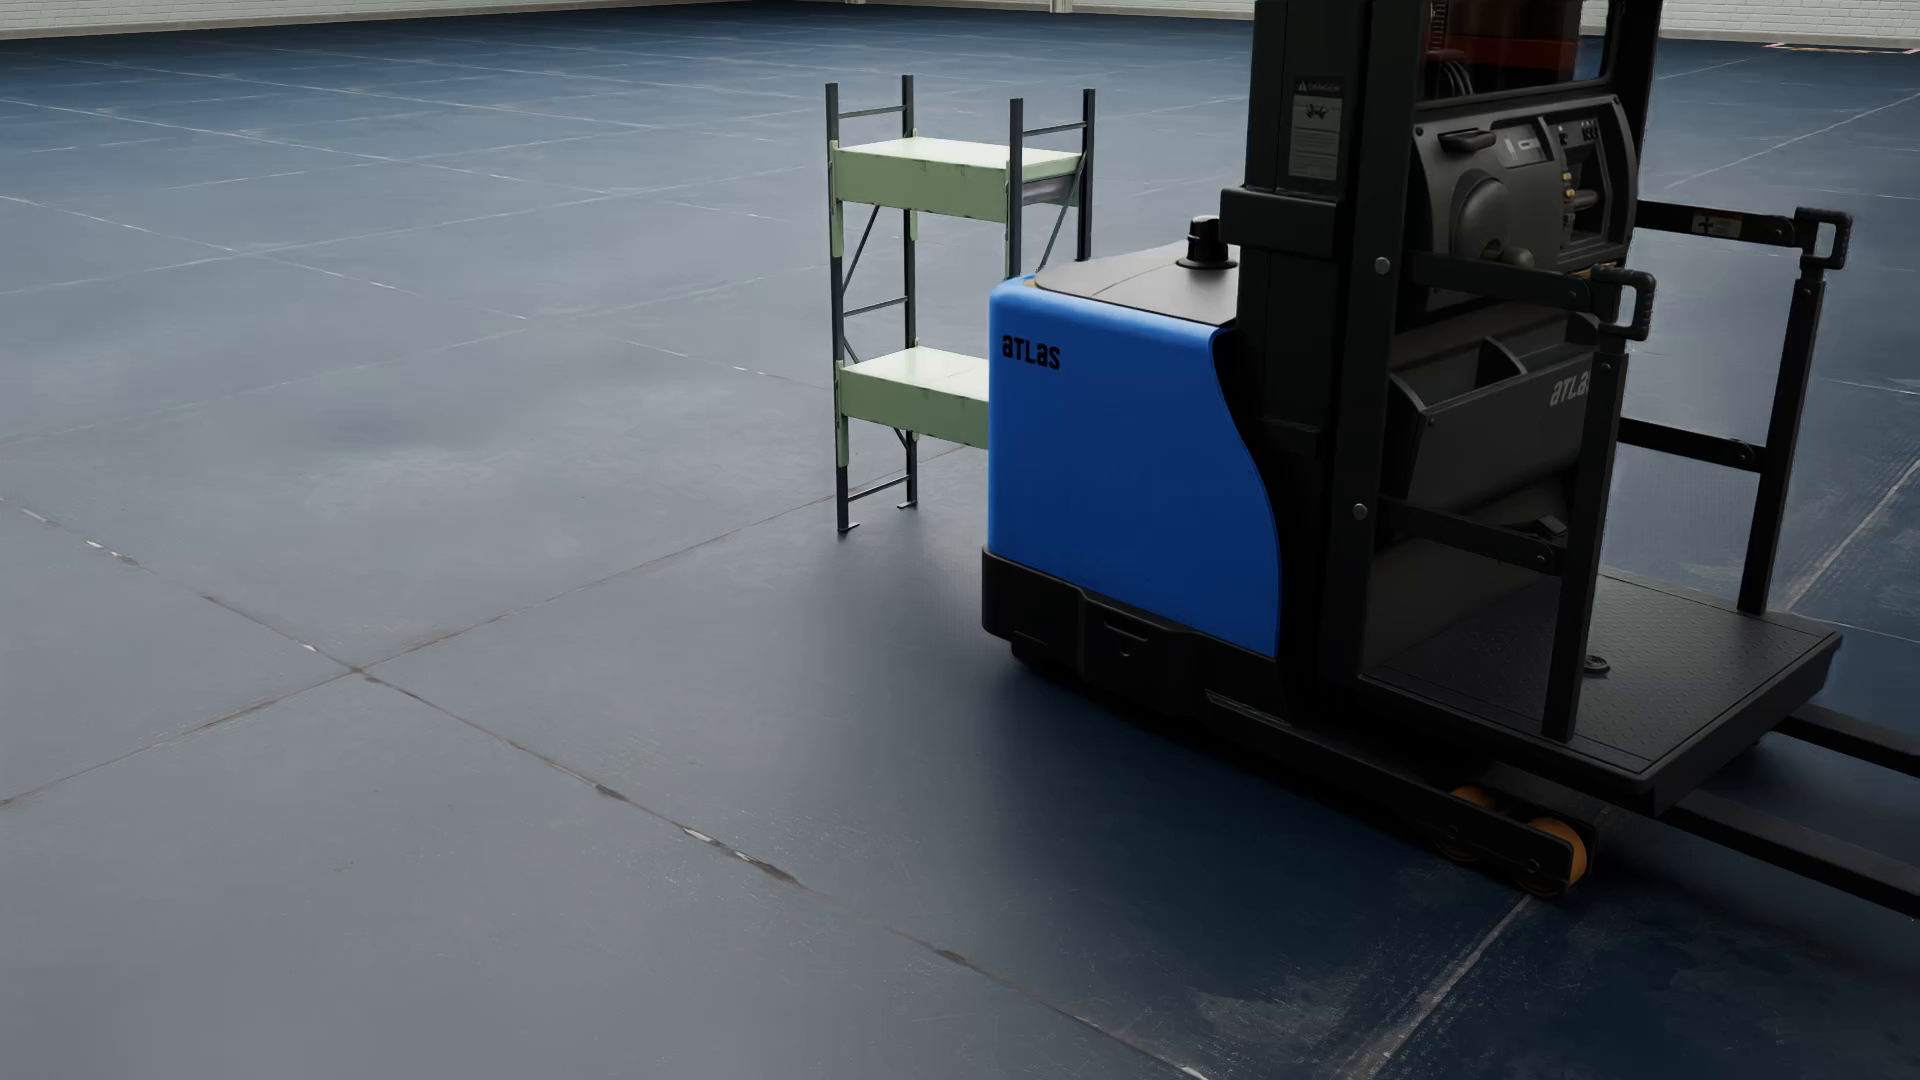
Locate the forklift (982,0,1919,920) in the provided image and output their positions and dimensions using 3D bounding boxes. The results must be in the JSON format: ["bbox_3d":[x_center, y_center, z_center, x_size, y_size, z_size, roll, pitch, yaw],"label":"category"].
[{"bbox_3d":[1.443,-0.802,3.642,1.130,2.935,3.031,-19,28,-40],"label":"forklift"}]

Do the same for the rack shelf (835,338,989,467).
[{"bbox_3d":[-0.005,-0.398,5.523,0.720,0.370,0.431,16,26,36],"label":"rack shelf"}]

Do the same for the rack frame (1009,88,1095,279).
[{"bbox_3d":[0.278,-0.622,5.191,0.023,1.500,0.400,16,26,36],"label":"rack frame"}]

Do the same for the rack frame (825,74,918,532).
[{"bbox_3d":[-0.289,-0.785,5.624,0.023,1.500,0.400,16,26,36],"label":"rack frame"}]

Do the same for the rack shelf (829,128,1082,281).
[{"bbox_3d":[-0.005,-1.068,5.270,0.720,0.370,0.431,16,26,36],"label":"rack shelf"}]

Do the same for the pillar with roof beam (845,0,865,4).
[{"bbox_3d":[-5.191,-15.724,34.611,0.400,9.000,9.100,16,26,36],"label":"pillar with roof beam"}]

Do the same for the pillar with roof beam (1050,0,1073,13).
[{"bbox_3d":[-0.543,-14.385,31.062,0.400,9.000,9.100,16,26,36],"label":"pillar with roof beam"}]

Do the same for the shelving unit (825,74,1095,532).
[{"bbox_3d":[-0.005,-0.703,5.407,0.755,1.500,0.431,16,26,36],"label":"shelving unit"}]
